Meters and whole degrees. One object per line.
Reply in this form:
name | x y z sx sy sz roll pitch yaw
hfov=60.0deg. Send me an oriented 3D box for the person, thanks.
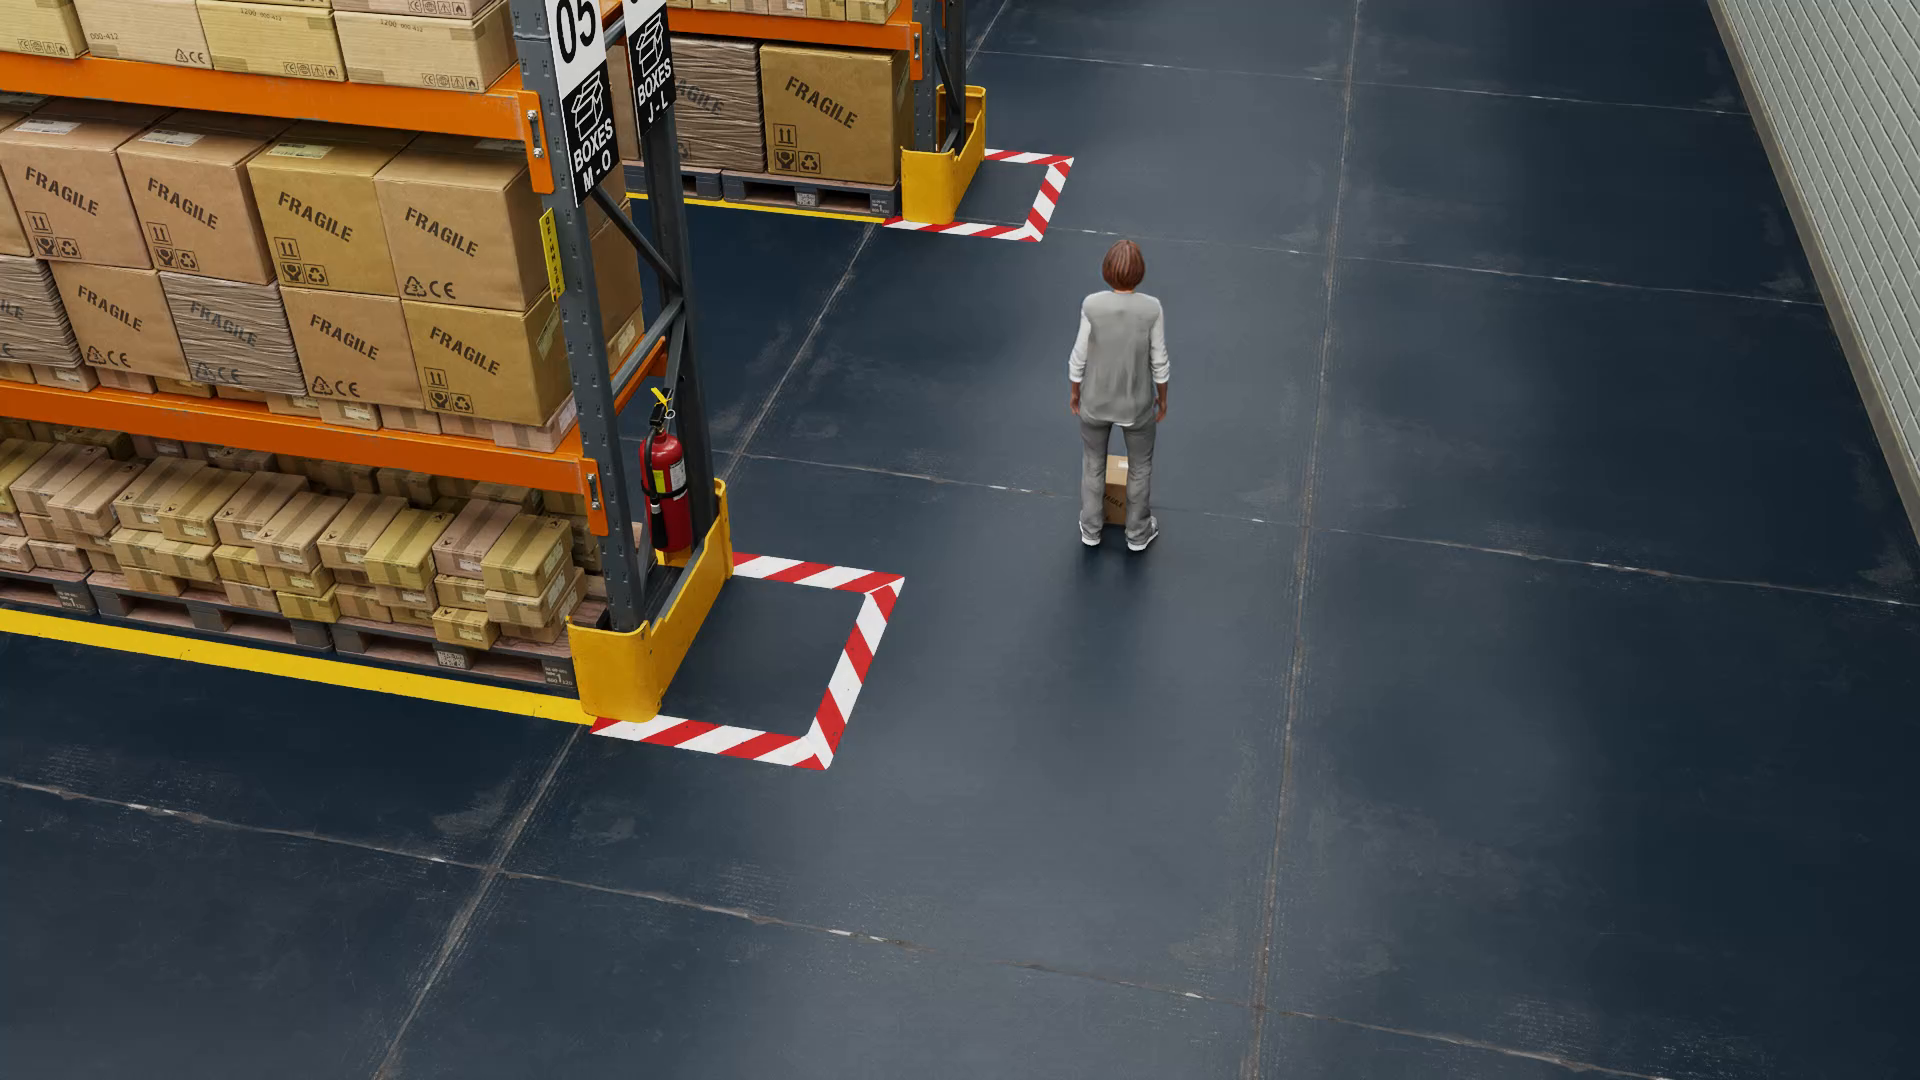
person | 0.746 -0.644 7.832 0.473 1.581 0.350 7 38 9
